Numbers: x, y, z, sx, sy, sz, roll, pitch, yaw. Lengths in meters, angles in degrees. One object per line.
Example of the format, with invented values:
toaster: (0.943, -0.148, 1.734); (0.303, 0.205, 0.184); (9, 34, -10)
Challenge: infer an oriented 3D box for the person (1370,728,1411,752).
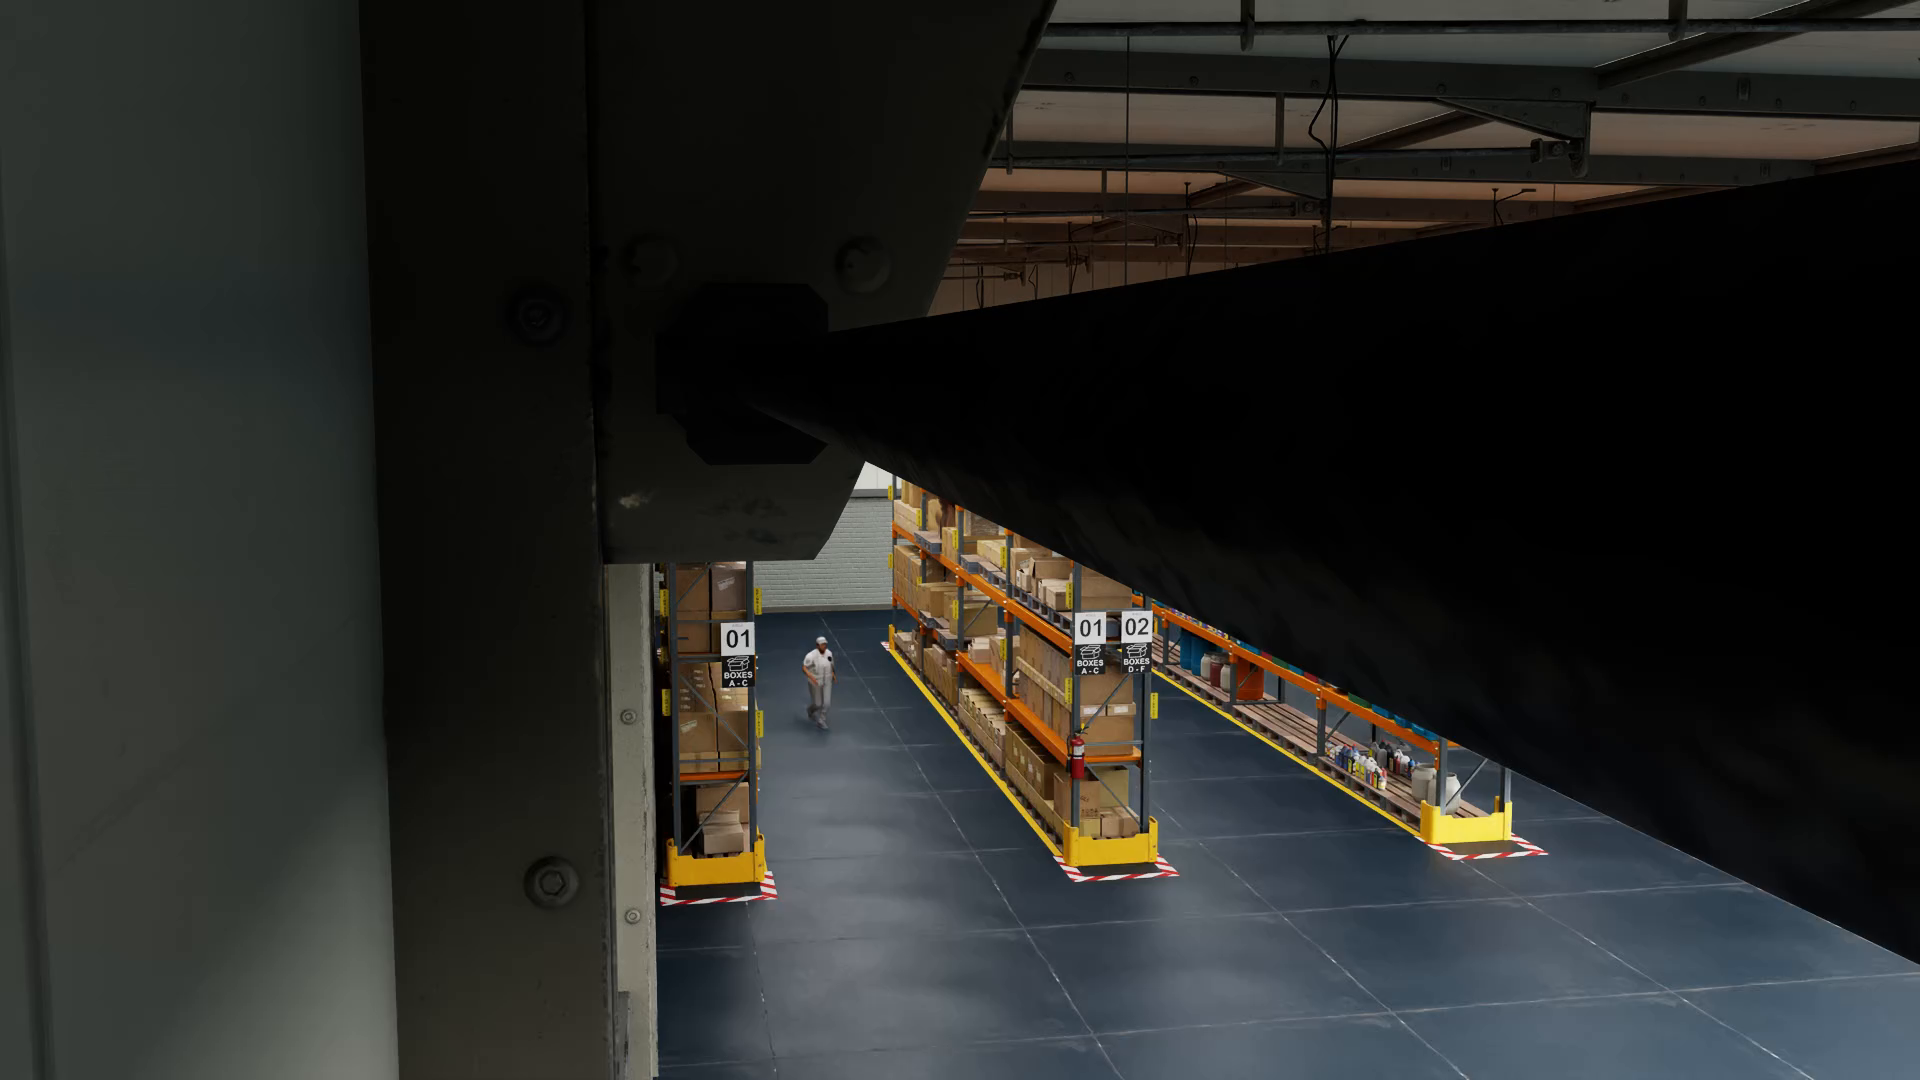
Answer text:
person: (7.094, 2.638, 27.073); (0.658, 1.619, 0.827); (0, 6, -3)

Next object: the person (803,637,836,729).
person: (-2.441, 2.445, 28.721); (0.607, 1.601, 0.613); (-3, 7, -25)
